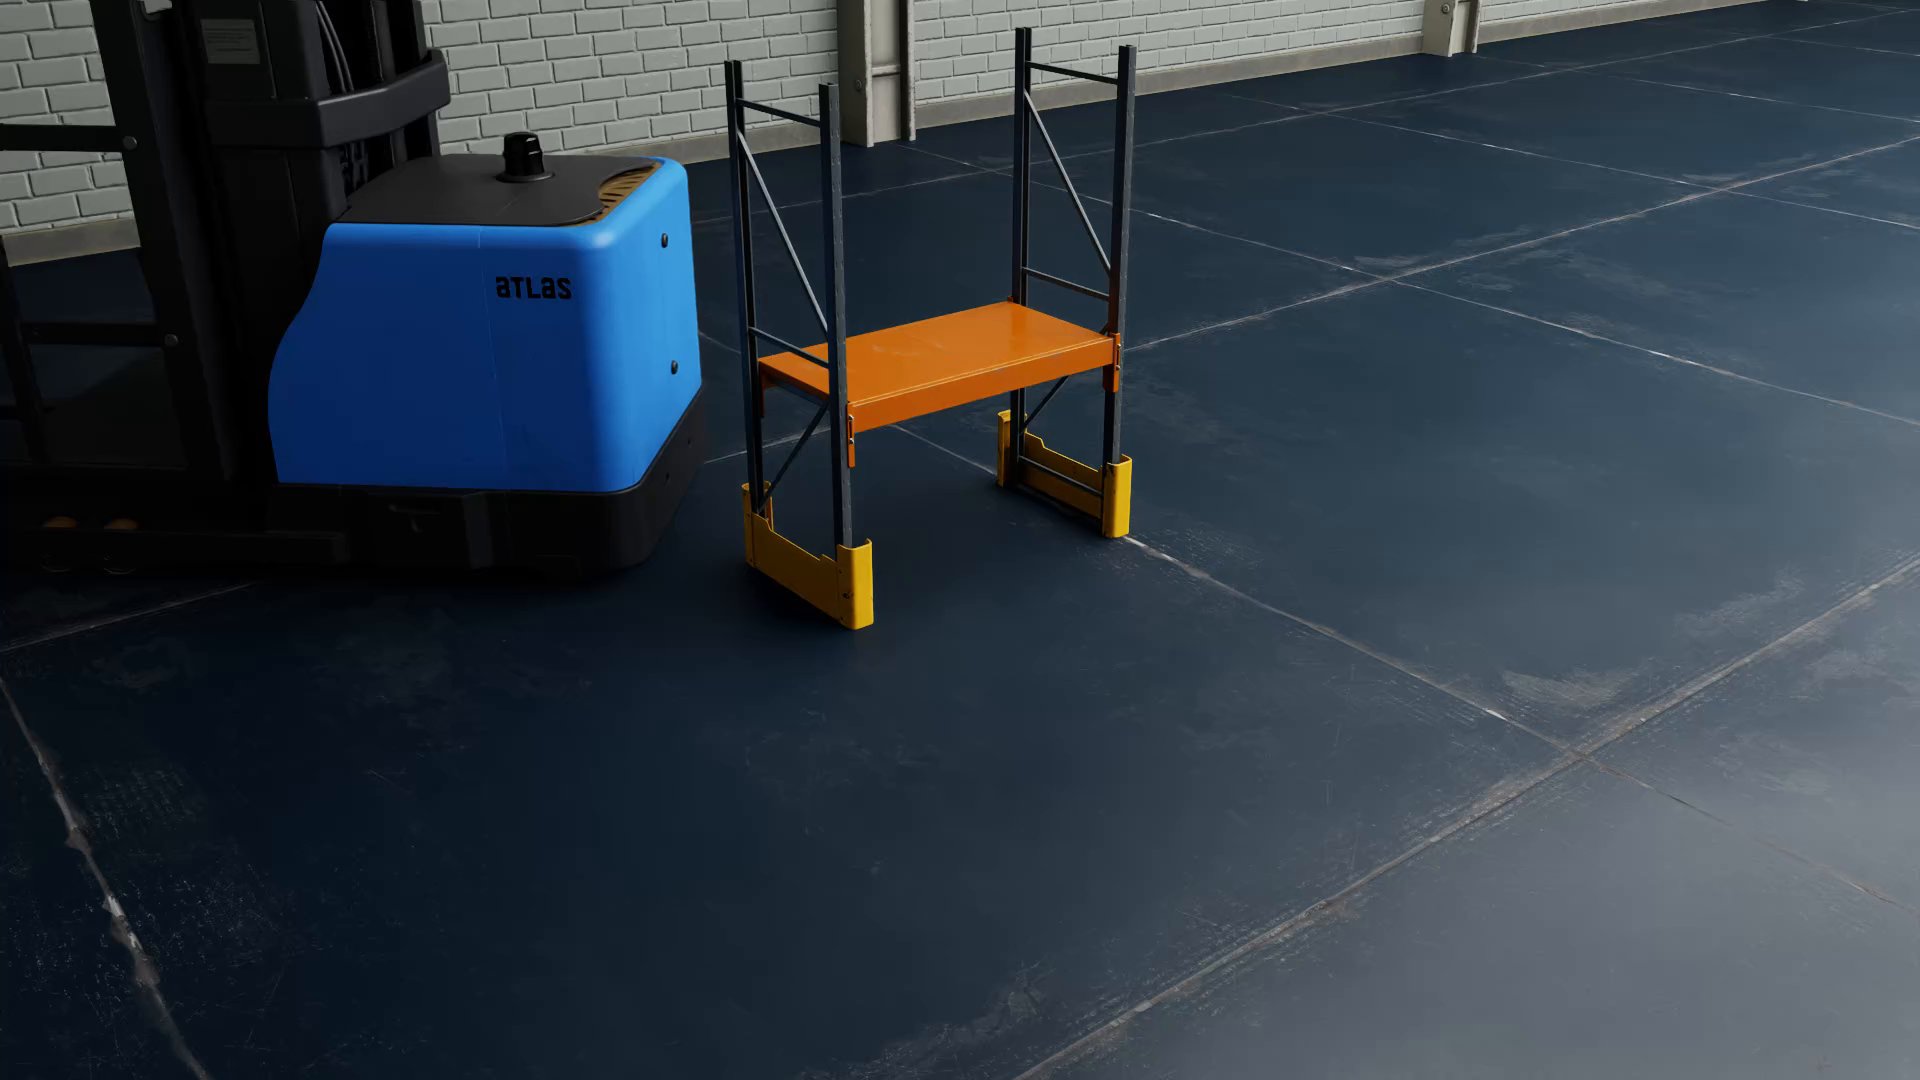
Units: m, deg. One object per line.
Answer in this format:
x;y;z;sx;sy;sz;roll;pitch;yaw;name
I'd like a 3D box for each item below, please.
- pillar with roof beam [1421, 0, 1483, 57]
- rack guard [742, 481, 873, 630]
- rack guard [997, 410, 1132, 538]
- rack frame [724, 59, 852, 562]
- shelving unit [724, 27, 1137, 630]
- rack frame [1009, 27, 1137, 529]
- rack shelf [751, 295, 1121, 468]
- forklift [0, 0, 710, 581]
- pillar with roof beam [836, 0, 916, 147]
6.840;-6.842;9.304;0.400;9.000;9.100;-18;31;-34;pillar with roof beam
-0.452;0.036;4.876;0.087;0.250;0.587;-18;31;-34;rack guard
0.332;-0.223;5.433;0.087;0.250;0.587;-18;31;-34;rack guard
-0.467;-0.526;4.602;0.032;1.500;0.500;-18;31;-34;rack frame
-0.060;-0.661;4.892;1.083;1.500;0.587;-18;31;-34;shelving unit
0.333;-0.790;5.171;0.032;1.500;0.500;-18;31;-34;rack frame
-0.067;-0.495;4.962;1.000;0.185;0.538;-18;31;-34;rack shelf
-2.407;-1.444;4.879;3.031;2.935;1.130;2;25;4;forklift
2.119;-5.284;5.945;0.400;9.000;9.100;-18;31;-34;pillar with roof beam
